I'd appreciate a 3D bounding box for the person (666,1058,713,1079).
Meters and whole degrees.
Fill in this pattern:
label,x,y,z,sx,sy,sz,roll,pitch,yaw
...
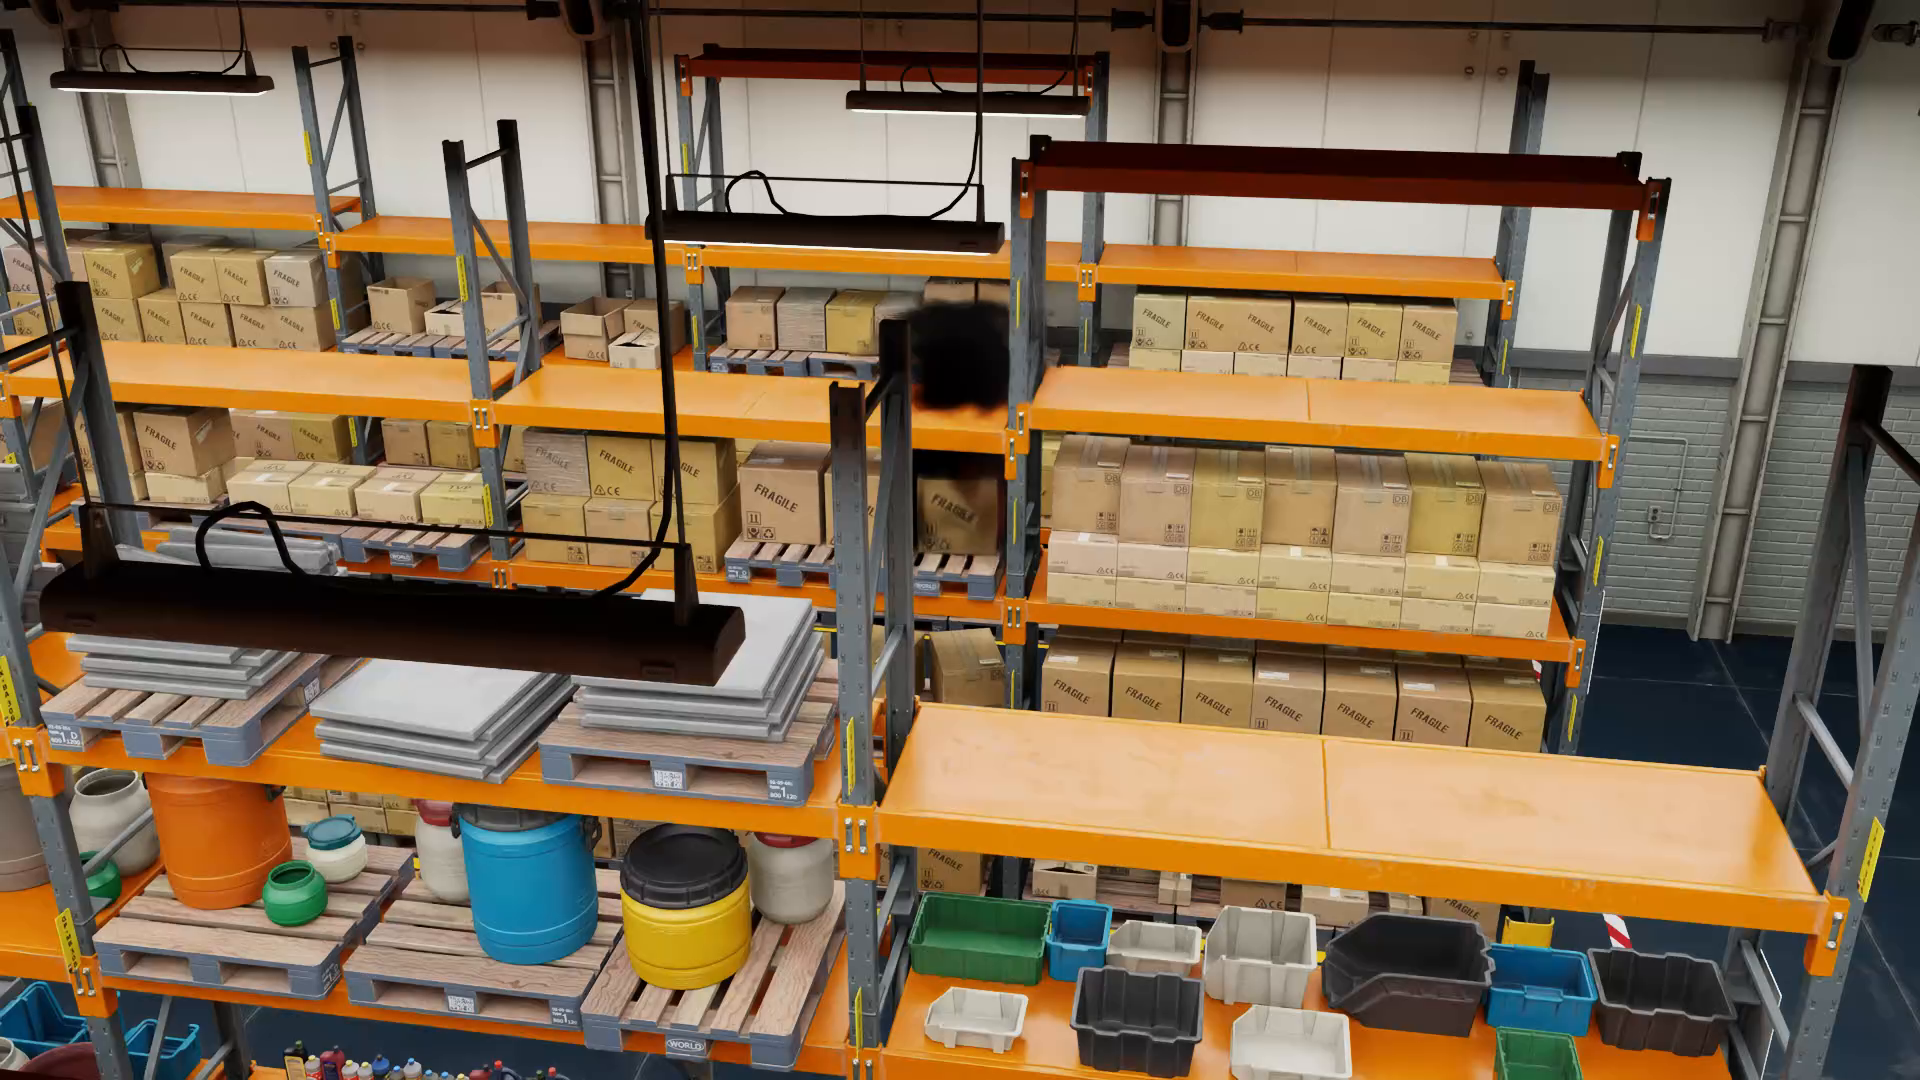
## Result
label,x,y,z,sx,sy,sz,roll,pitch,yaw
person,-1.710,3.181,10.716,0.649,1.674,0.579,7,24,15
